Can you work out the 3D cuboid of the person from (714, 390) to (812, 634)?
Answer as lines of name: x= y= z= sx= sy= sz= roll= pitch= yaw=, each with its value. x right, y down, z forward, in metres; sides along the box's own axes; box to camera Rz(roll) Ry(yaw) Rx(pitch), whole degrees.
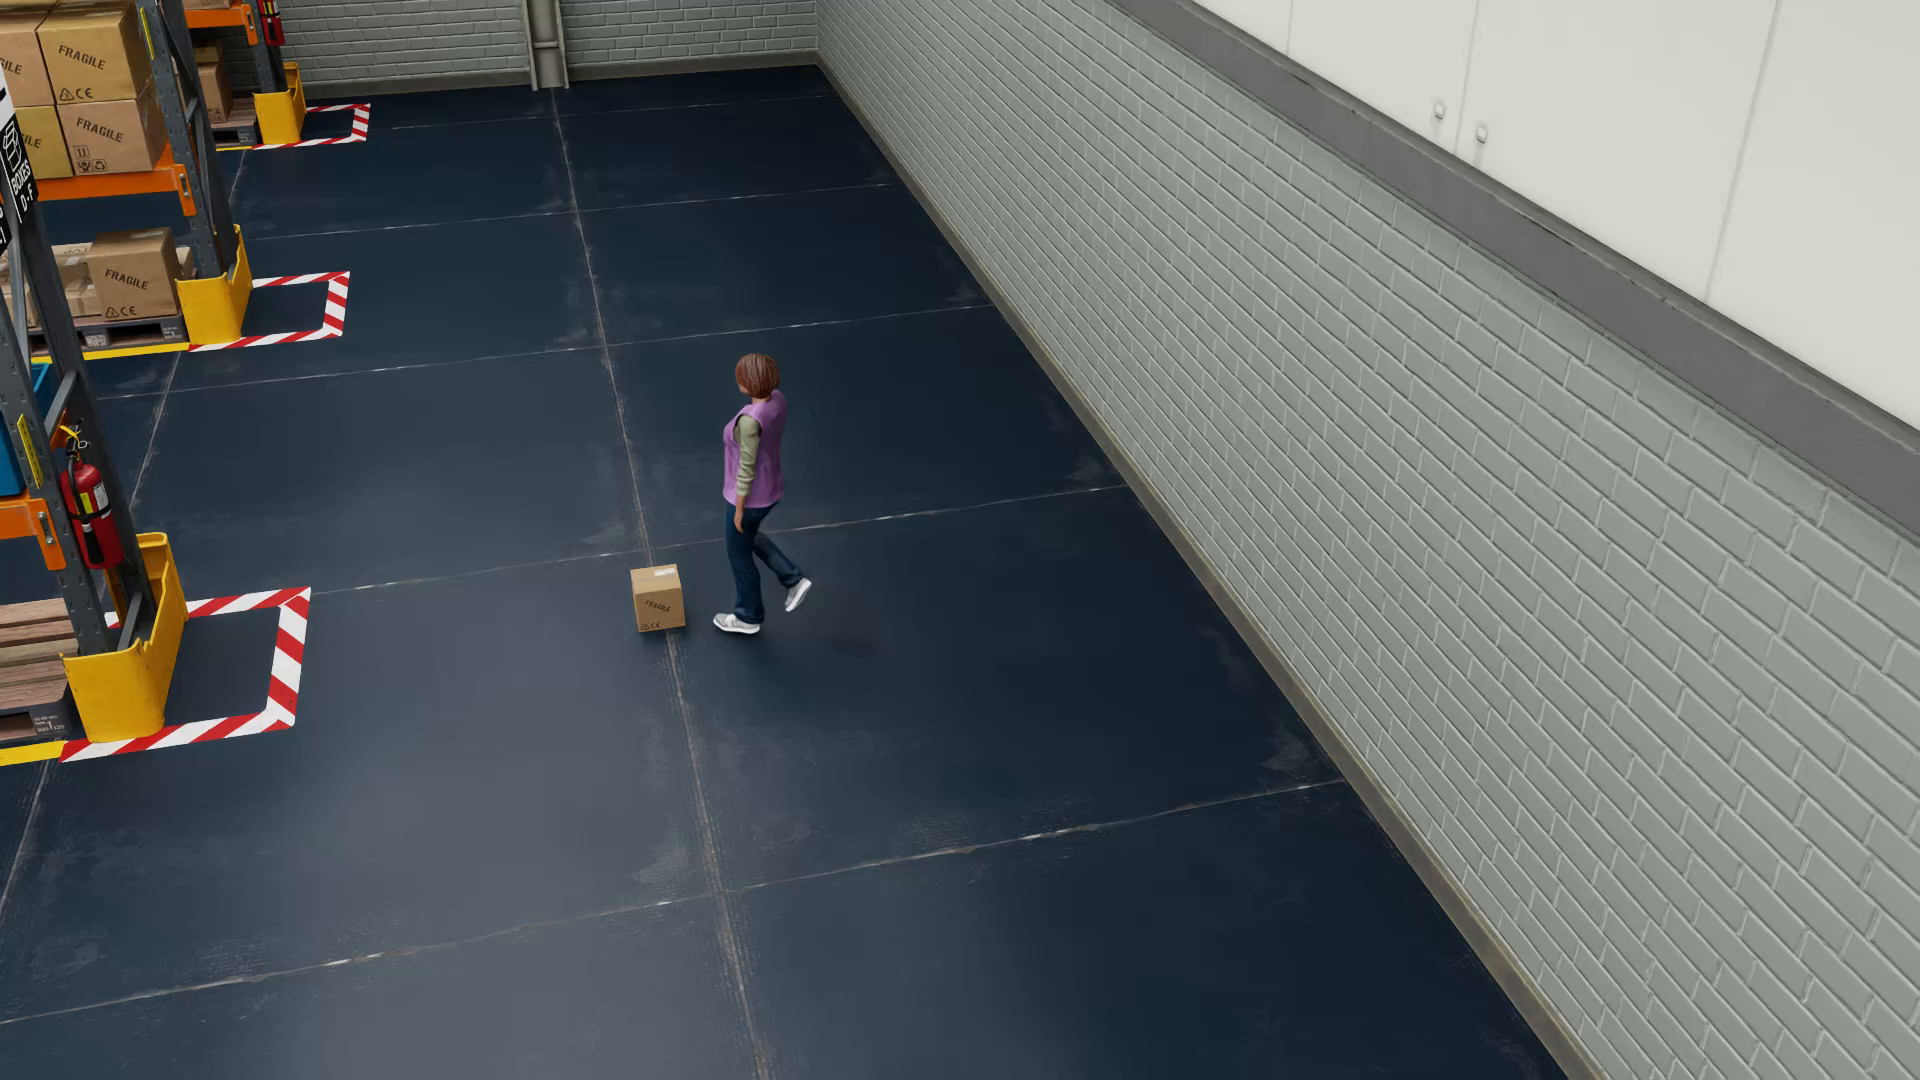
person: x=-3.819 y=-3.140 z=11.951 sx=8.693 sy=3.183 sz=6.763 roll=10 pitch=32 yaw=17
